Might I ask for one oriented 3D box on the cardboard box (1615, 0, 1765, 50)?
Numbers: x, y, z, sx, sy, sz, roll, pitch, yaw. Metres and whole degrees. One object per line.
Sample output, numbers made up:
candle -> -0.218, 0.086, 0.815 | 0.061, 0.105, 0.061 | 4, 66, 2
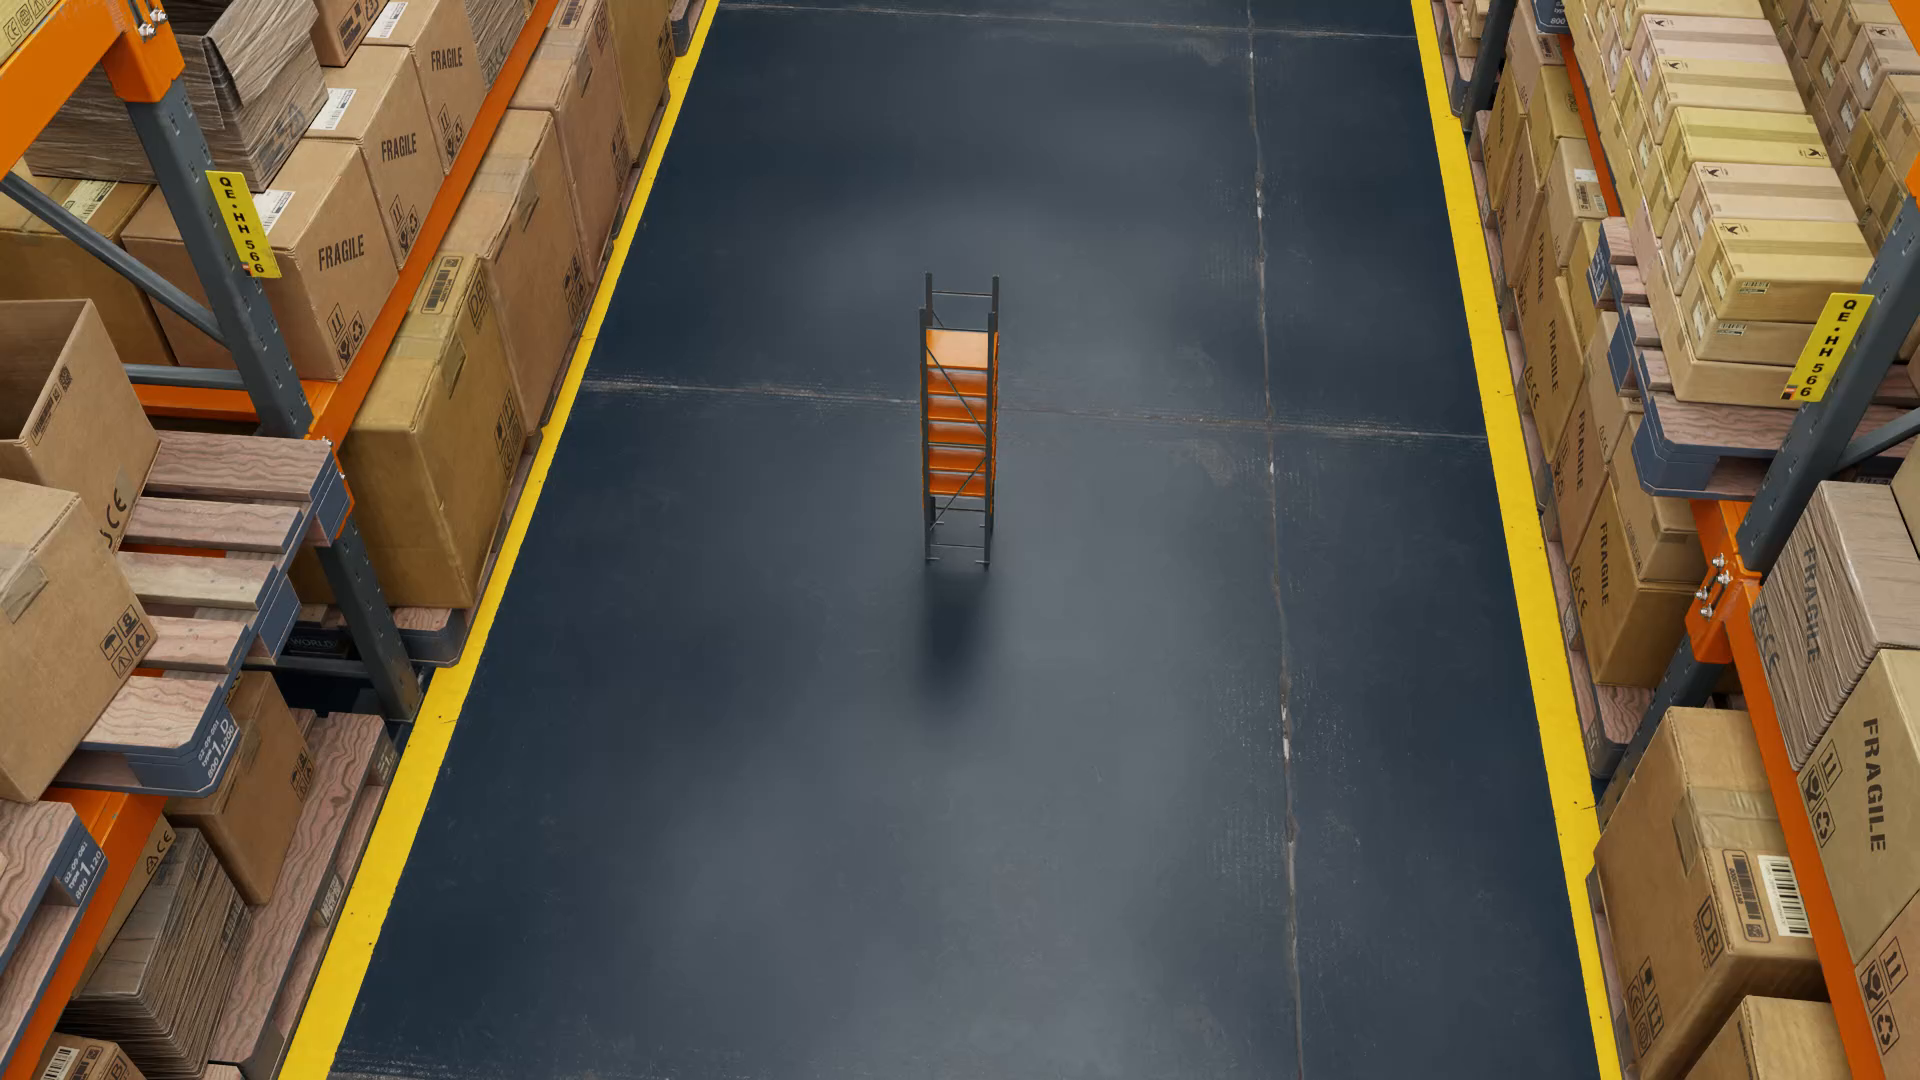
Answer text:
cardboard box -> 2.281, -1.652, 5.211 | 0.380, 0.149, 0.250 | 6, 48, 5

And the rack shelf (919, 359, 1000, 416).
rack shelf -> -0.001, -0.526, 5.653 | 0.258, 0.103, 0.180 | 4, 48, 4

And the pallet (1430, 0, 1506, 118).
pallet -> 2.963, -2.548, 8.437 | 1.003, 0.211, 1.213 | 4, 48, 4

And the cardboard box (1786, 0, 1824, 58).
cardboard box -> 2.953, -1.698, 5.454 | 0.380, 0.149, 0.250 | 5, 48, 5

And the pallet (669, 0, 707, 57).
pallet -> -1.846, -3.013, 8.863 | 1.003, 0.211, 1.213 | 4, 48, 4

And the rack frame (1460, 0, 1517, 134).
rack frame -> 2.937, -2.993, 6.955 | 1.000, 3.000, 0.127 | 4, 48, 4

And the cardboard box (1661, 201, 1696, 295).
cardboard box -> 2.187, -0.801, 4.634 | 0.380, 0.149, 0.250 | 5, 48, 5

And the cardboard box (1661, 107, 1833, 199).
cardboard box -> 2.210, -1.079, 4.687 | 0.380, 0.149, 0.250 | 5, 48, 5

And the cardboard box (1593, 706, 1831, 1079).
cardboard box -> 2.427, 1.005, 4.538 | 1.050, 0.750, 0.750 | 3, 48, 3

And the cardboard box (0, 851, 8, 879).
cardboard box -> -2.241, 0.686, 3.396 | 0.396, 0.266, 0.258 | 3, 48, 2

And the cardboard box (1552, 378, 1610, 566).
cardboard box -> 2.423, -0.234, 5.841 | 0.500, 0.500, 0.500 | 6, 48, 5

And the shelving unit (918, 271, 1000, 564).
shelving unit -> -0.001, -0.394, 5.798 | 0.258, 1.200, 0.189 | 4, 48, 4

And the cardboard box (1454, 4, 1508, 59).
cardboard box -> 2.634, -2.484, 8.136 | 0.380, 0.149, 0.250 | 4, 48, 4

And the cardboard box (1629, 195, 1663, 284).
cardboard box -> 2.207, -0.875, 4.903 | 0.380, 0.149, 0.250 | 5, 48, 4

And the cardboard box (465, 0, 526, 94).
cardboard box -> -1.907, -1.957, 5.939 | 0.500, 0.500, 0.500 | 4, 48, 4

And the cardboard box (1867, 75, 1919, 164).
cardboard box -> 2.881, -1.210, 4.806 | 0.380, 0.149, 0.250 | 2, 48, 2

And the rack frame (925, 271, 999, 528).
rack frame -> 0.007, -0.462, 5.859 | 0.240, 1.200, 0.006 | 4, 48, 4

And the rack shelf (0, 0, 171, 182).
rack shelf -> -2.540, 0.239, 2.454 | 1.077, 0.370, 4.000 | 4, 48, 4

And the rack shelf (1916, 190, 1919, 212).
rack shelf -> 2.390, 0.647, 2.081 | 1.077, 0.370, 4.000 | 4, 48, 4

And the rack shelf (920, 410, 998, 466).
rack shelf -> -0.001, -0.364, 5.830 | 0.258, 0.103, 0.180 | 4, 48, 4

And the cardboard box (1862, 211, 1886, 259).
cardboard box -> 2.863, -0.821, 4.854 | 0.380, 0.149, 0.250 | 6, 48, 5

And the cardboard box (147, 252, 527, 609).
cardboard box -> -2.274, -0.392, 5.731 | 1.225, 0.875, 0.875 | 2, 48, 2

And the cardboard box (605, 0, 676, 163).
cardboard box -> -2.031, -2.354, 7.525 | 1.225, 0.875, 0.875 | 4, 48, 4

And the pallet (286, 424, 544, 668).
pallet -> -2.211, -0.094, 6.193 | 1.003, 0.211, 1.213 | 4, 48, 4

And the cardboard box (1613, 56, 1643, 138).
cardboard box -> 2.256, -1.361, 5.146 | 0.380, 0.149, 0.250 | 4, 48, 3

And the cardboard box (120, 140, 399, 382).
cardboard box -> -2.042, -0.834, 4.912 | 0.500, 0.500, 0.500 | 5, 48, 5

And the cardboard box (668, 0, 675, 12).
cardboard box -> -1.853, -3.305, 8.395 | 0.875, 0.875, 0.875 | 4, 48, 4

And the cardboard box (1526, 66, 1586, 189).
cardboard box -> 2.561, -1.627, 6.607 | 0.500, 0.250, 0.500 | 5, 48, 5

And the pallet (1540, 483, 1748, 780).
pallet -> 2.645, 0.313, 5.820 | 1.003, 0.211, 1.213 | 4, 48, 4

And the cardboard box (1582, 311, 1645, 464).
cardboard box -> 2.409, -0.497, 5.573 | 0.500, 0.250, 0.500 | 4, 48, 4

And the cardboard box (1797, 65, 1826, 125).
cardboard box -> 2.933, -1.400, 5.383 | 0.380, 0.149, 0.250 | 4, 48, 4

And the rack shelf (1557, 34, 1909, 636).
rack shelf -> 2.755, -1.280, 5.876 | 1.077, 0.370, 4.000 | 4, 48, 4

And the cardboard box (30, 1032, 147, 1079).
cardboard box -> -2.481, 1.553, 4.193 | 0.700, 0.500, 0.500 | 7, 48, 7

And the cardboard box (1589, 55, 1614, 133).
cardboard box -> 2.282, -1.446, 5.425 | 0.380, 0.149, 0.250 | 5, 48, 5

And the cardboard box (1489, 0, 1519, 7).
cardboard box -> 2.710, -2.652, 7.887 | 0.380, 0.149, 0.250 | 5, 48, 5

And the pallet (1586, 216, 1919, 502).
pallet -> 2.531, -0.520, 4.822 | 1.213, 0.211, 1.003 | 4, 48, 4

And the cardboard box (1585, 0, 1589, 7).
cardboard box -> 2.329, -1.927, 5.664 | 0.380, 0.149, 0.250 | 3, 48, 3

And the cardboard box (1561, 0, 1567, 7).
cardboard box -> 2.350, -2.032, 5.962 | 0.380, 0.149, 0.250 | 2, 48, 2

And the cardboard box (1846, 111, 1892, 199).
cardboard box -> 2.883, -1.134, 4.938 | 0.380, 0.149, 0.250 | 4, 48, 4

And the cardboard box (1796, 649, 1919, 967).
cardboard box -> 2.219, 0.598, 3.602 | 0.500, 0.500, 0.500 | 3, 48, 3

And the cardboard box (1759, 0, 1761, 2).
cardboard box -> 3.008, -1.982, 5.915 | 0.380, 0.149, 0.250 | 2, 48, 2

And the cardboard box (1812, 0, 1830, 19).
cardboard box -> 2.952, -1.787, 5.334 | 0.380, 0.149, 0.250 | 3, 48, 3

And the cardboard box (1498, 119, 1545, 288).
cardboard box -> 2.559, -1.377, 6.886 | 0.500, 0.500, 0.500 | 6, 48, 5
